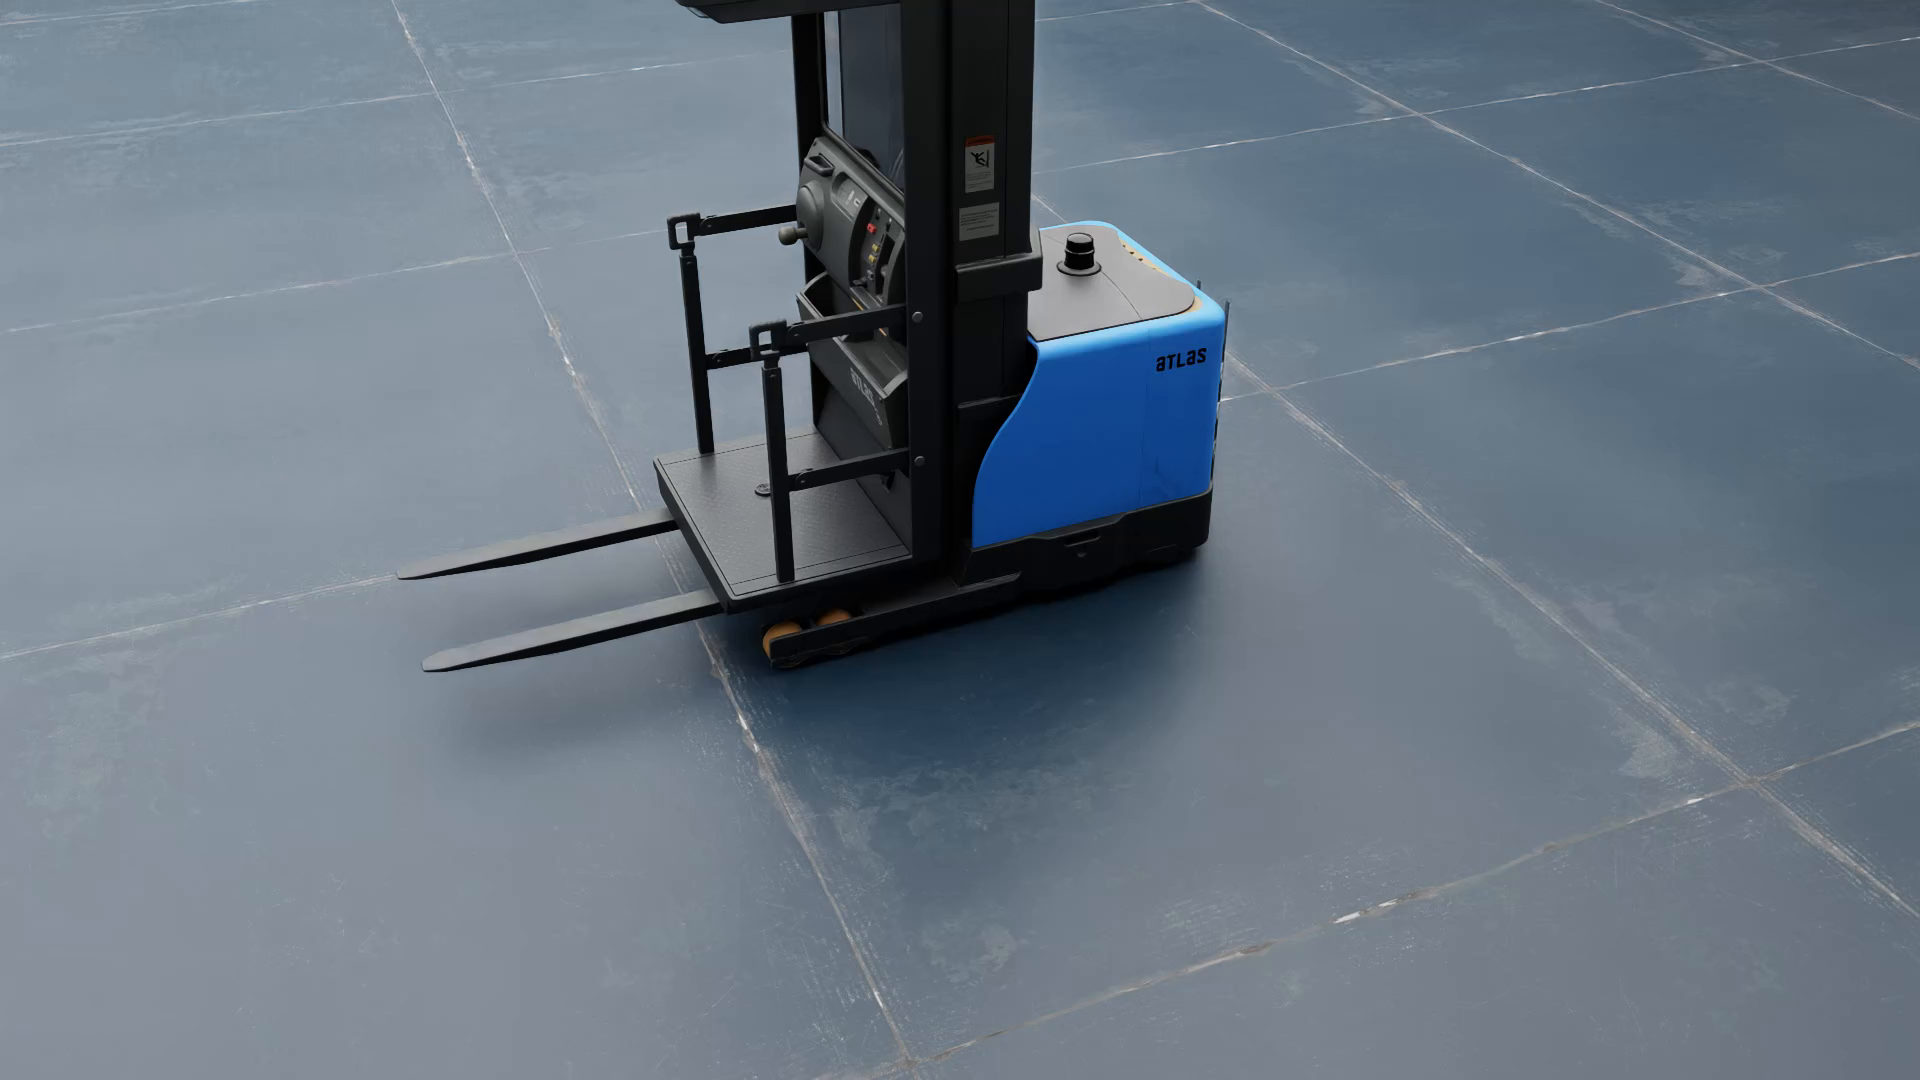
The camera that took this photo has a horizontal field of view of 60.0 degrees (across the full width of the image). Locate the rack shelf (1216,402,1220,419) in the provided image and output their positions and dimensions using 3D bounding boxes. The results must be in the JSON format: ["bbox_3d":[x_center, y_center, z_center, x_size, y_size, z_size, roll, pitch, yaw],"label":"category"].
[{"bbox_3d":[0.917,-0.567,6.858,0.200,0.077,0.258,-13,35,-20],"label":"rack shelf"}]

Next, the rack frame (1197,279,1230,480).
[{"bbox_3d":[1.010,-0.618,6.874,0.006,0.900,0.240,-13,35,-20],"label":"rack frame"}]

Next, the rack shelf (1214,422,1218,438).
[{"bbox_3d":[0.917,-0.492,6.907,0.200,0.077,0.258,-13,35,-20],"label":"rack shelf"}]

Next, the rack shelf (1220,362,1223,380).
[{"bbox_3d":[0.917,-0.718,6.760,0.200,0.077,0.258,-13,35,-20],"label":"rack shelf"}]

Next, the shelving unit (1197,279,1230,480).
[{"bbox_3d":[0.917,-0.595,6.840,0.210,0.900,0.258,-13,35,-20],"label":"shelving unit"}]

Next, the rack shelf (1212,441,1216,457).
[{"bbox_3d":[0.917,-0.417,6.956,0.200,0.077,0.258,-13,35,-20],"label":"rack shelf"}]

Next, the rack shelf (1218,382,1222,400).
[{"bbox_3d":[0.917,-0.643,6.809,0.200,0.077,0.258,-13,35,-20],"label":"rack shelf"}]

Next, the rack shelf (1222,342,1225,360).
[{"bbox_3d":[0.917,-0.794,6.711,0.200,0.077,0.258,-13,35,-20],"label":"rack shelf"}]

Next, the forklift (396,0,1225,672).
[{"bbox_3d":[-0.571,-1.092,5.742,3.031,2.935,1.130,-13,35,-20],"label":"forklift"}]
